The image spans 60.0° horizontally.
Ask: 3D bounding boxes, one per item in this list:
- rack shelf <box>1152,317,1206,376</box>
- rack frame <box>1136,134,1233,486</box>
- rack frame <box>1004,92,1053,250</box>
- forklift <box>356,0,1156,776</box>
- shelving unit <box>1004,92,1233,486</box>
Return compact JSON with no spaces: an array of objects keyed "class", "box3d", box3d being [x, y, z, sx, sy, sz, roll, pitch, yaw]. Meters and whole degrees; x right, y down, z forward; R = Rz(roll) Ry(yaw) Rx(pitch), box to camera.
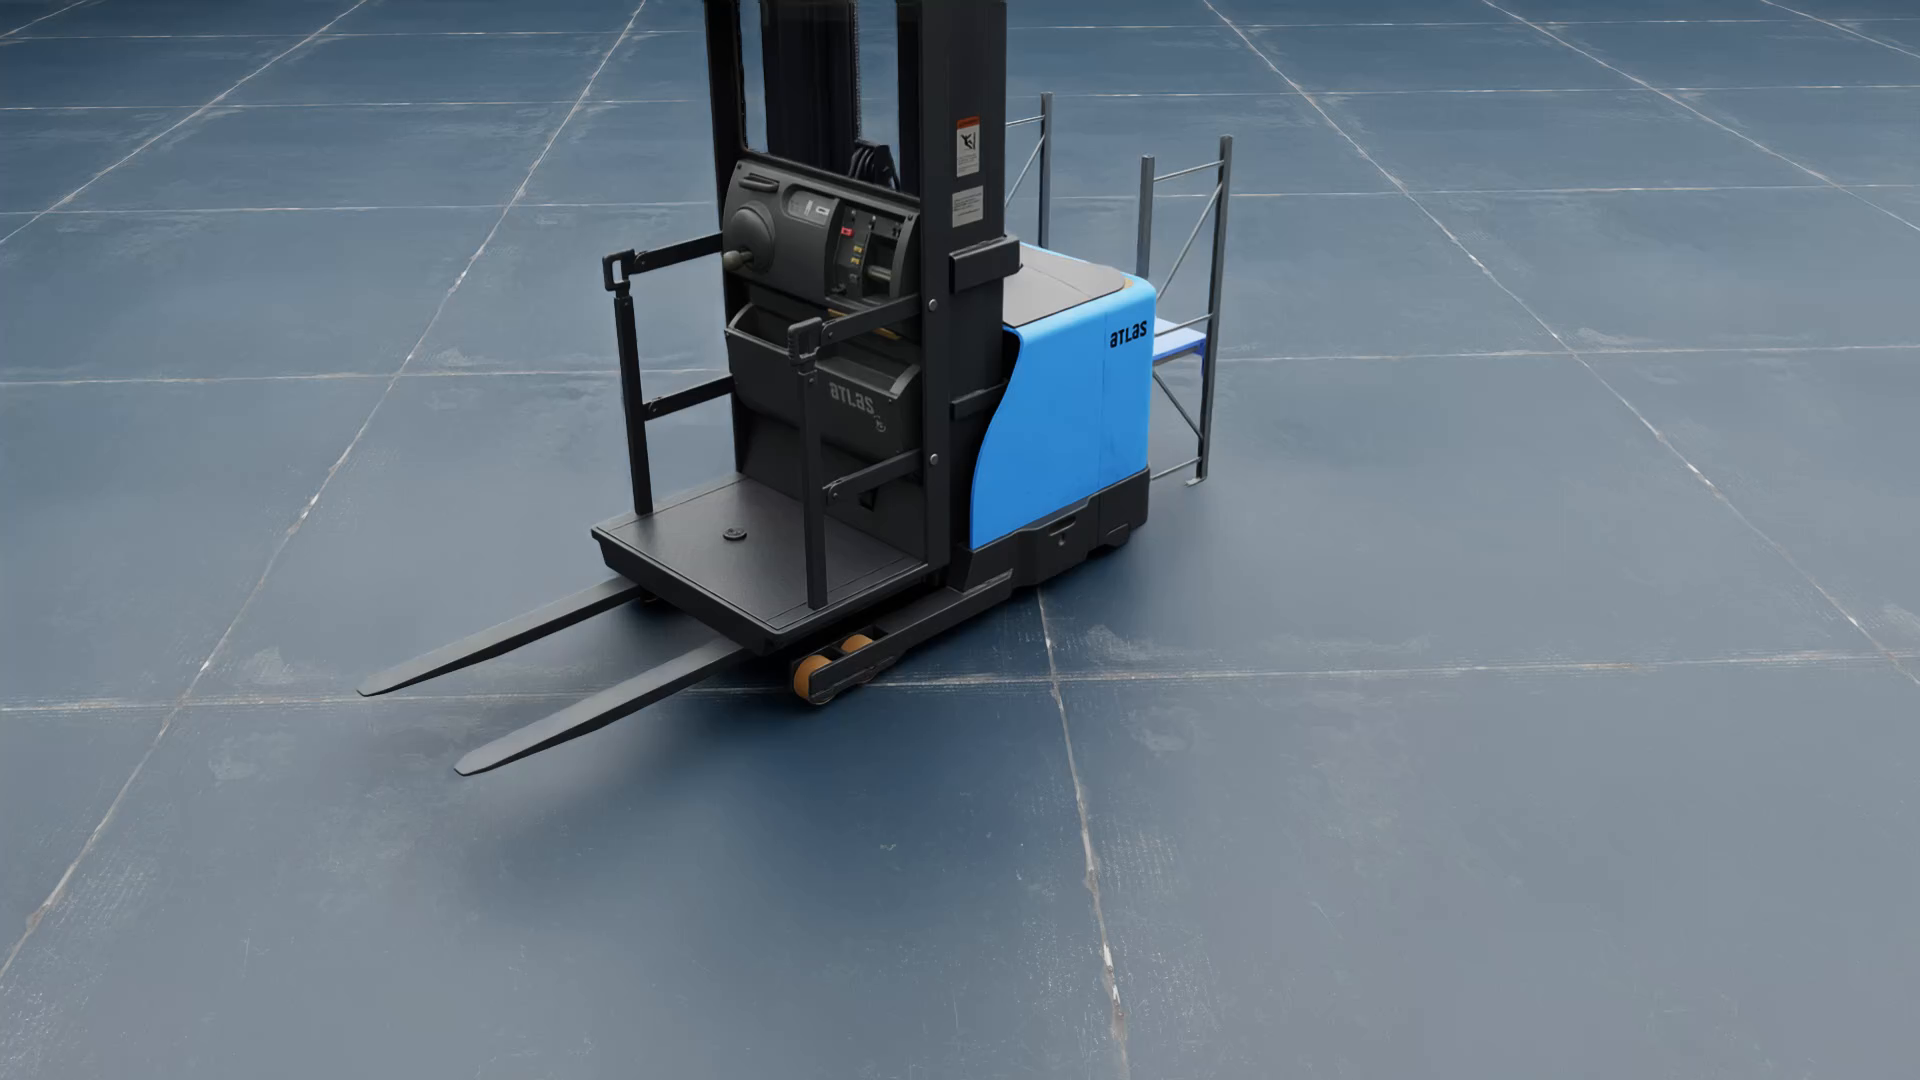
[{"class":"rack shelf","box3d":[0.546,-0.876,7.197,0.538,0.185,1.000,-22,35,-36]},{"class":"rack frame","box3d":[0.884,-0.860,6.777,0.500,1.500,0.032,-22,35,-36]},{"class":"rack frame","box3d":[0.208,-1.211,7.450,0.500,1.500,0.032,-22,35,-36]},{"class":"forklift","box3d":[-0.636,-1.007,5.511,3.031,2.935,1.130,-25,36,-39]},{"class":"shelving unit","box3d":[0.546,-1.036,7.114,0.538,1.500,1.048,-22,35,-36]}]
